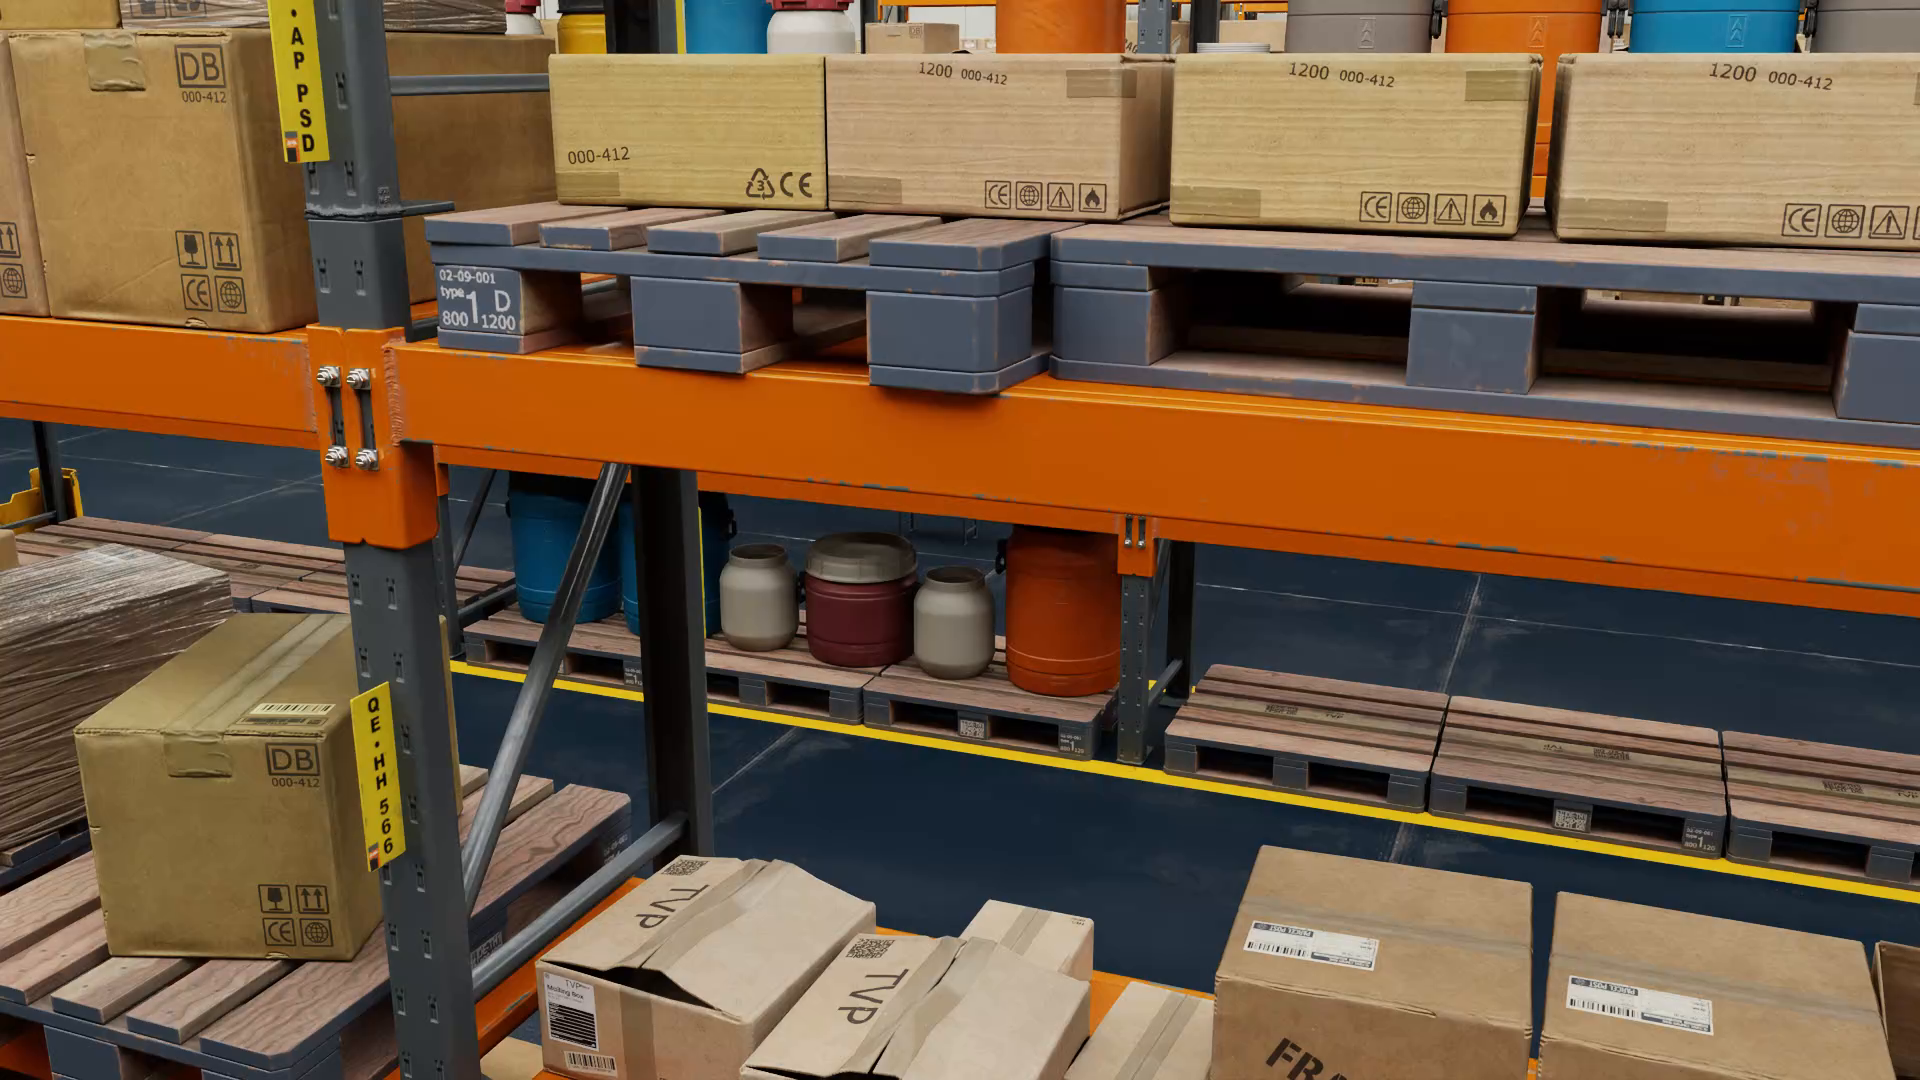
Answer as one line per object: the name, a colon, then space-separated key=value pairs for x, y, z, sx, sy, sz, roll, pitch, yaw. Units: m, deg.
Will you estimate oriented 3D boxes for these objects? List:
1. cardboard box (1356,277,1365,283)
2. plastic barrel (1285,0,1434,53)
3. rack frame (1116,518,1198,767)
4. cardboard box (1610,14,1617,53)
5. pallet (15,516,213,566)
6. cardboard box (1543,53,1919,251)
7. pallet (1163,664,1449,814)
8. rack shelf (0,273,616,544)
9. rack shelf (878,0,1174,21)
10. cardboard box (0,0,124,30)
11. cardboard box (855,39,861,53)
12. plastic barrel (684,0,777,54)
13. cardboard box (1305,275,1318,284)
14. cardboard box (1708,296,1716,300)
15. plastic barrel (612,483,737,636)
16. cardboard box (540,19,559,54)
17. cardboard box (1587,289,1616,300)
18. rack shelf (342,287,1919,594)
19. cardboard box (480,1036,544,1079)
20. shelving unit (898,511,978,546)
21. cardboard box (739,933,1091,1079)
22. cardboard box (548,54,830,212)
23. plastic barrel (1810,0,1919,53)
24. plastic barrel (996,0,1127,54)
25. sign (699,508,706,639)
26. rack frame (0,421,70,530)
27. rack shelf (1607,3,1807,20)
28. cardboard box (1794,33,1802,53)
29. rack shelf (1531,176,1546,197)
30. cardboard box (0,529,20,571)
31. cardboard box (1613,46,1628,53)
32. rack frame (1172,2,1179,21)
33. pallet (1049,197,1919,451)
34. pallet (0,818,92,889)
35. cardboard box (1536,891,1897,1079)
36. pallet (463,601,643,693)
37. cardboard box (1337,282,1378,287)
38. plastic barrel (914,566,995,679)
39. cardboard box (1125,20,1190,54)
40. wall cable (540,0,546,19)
cardboard box: x=5.005 y=-3.712 z=22.138 sx=0.875 sy=0.875 sz=0.875 roll=7 pitch=17 yaw=21
plastic barrel: x=1.676 y=-2.032 z=7.015 sx=0.600 sy=0.901 sz=0.600 roll=0 pitch=16 yaw=0
rack frame: x=0.991 y=-0.492 z=7.987 sx=0.127 sy=3.000 sz=1.000 roll=6 pitch=17 yaw=21
cardboard box: x=4.280 y=-3.417 z=11.606 sx=0.500 sy=0.500 sz=0.500 roll=7 pitch=17 yaw=22
pallet: x=-5.698 y=0.124 z=10.869 sx=1.213 sy=0.211 sz=1.003 roll=6 pitch=17 yaw=21
cardboard box: x=1.135 y=-0.580 z=2.426 sx=0.500 sy=0.250 sz=0.500 roll=5 pitch=17 yaw=16
pallet: x=1.698 y=0.937 z=8.068 sx=1.213 sy=0.211 sz=1.003 roll=6 pitch=17 yaw=21
rack shelf: x=-2.690 y=-0.507 z=3.949 sx=4.000 sy=0.370 sz=1.077 roll=6 pitch=17 yaw=21
rack shelf: x=0.863 y=-7.304 z=22.698 sx=4.000 sy=0.370 sz=1.077 roll=6 pitch=17 yaw=21
cardboard box: x=-1.707 y=-1.274 z=3.330 sx=0.500 sy=0.500 sz=0.500 roll=6 pitch=17 yaw=21
cardboard box: x=-1.068 y=-5.412 z=18.212 sx=0.250 sy=0.149 sz=0.380 roll=7 pitch=18 yaw=23
plastic barrel: x=-1.086 y=-2.649 z=8.385 sx=0.708 sy=0.901 sz=0.600 roll=6 pitch=17 yaw=21
cardboard box: x=2.457 y=-1.944 z=12.812 sx=0.500 sy=0.500 sz=0.500 roll=7 pitch=18 yaw=22
cardboard box: x=9.007 y=-3.002 z=20.596 sx=0.625 sy=0.372 sz=0.950 roll=7 pitch=18 yaw=24
plastic barrel: x=-1.571 y=0.038 z=9.174 sx=0.708 sy=0.901 sz=0.600 roll=6 pitch=17 yaw=21
cardboard box: x=-3.152 y=-4.164 z=14.145 sx=0.500 sy=0.500 sz=0.700 roll=5 pitch=17 yaw=17
cardboard box: x=4.284 y=-1.675 z=11.578 sx=0.500 sy=0.250 sz=0.500 roll=6 pitch=17 yaw=19
rack shelf: x=1.031 y=-0.098 z=2.540 sx=4.000 sy=0.370 sz=1.077 roll=6 pitch=17 yaw=21
cardboard box: x=-1.148 y=1.661 z=4.266 sx=0.500 sy=0.500 sz=0.500 roll=7 pitch=18 yaw=23
shelving unit: x=-0.154 y=-0.593 z=11.565 sx=0.503 sy=1.200 sz=0.258 roll=6 pitch=17 yaw=21
cardboard box: x=-0.069 y=0.977 z=3.087 sx=0.500 sy=0.311 sz=0.500 roll=6 pitch=17 yaw=20
cardboard box: x=-0.387 y=-0.746 z=2.997 sx=0.500 sy=0.250 sz=0.500 roll=5 pitch=17 yaw=17
plastic barrel: x=3.551 y=-1.826 z=6.305 sx=0.600 sy=0.901 sz=0.600 roll=0 pitch=16 yaw=0
plastic barrel: x=0.465 y=-2.399 z=7.653 sx=0.708 sy=0.830 sz=0.600 roll=6 pitch=17 yaw=21
sign: x=-0.629 y=0.092 z=3.898 sx=0.005 sy=0.325 sz=0.100 roll=6 pitch=17 yaw=21
rack frame: x=-6.451 y=-1.310 z=10.805 sx=0.127 sy=3.000 sz=1.000 roll=6 pitch=17 yaw=21
rack shelf: x=10.123 y=-7.773 z=24.315 sx=4.000 sy=0.370 sz=1.077 roll=6 pitch=17 yaw=21
cardboard box: x=5.252 y=-3.229 z=11.096 sx=0.637 sy=0.503 sz=0.797 roll=7 pitch=18 yaw=23
rack shelf: x=2.852 y=-1.382 z=6.964 sx=4.000 sy=0.370 sz=1.077 roll=6 pitch=17 yaw=21
cardboard box: x=-2.884 y=0.299 z=4.332 sx=0.500 sy=0.500 sz=0.700 roll=2 pitch=16 yaw=7
cardboard box: x=6.259 y=-4.465 z=15.520 sx=0.500 sy=0.311 sz=0.500 roll=6 pitch=17 yaw=20
rack frame: x=2.724 y=-7.637 z=21.838 sx=0.127 sy=3.000 sz=1.000 roll=6 pitch=17 yaw=21
pallet: x=0.876 y=-0.397 z=2.620 sx=1.213 sy=0.211 sz=1.003 roll=7 pitch=18 yaw=23
pallet: x=-2.640 y=0.687 z=4.271 sx=1.213 sy=0.211 sz=1.003 roll=6 pitch=17 yaw=21
cardboard box: x=1.227 y=0.966 z=2.787 sx=0.500 sy=0.500 sz=0.500 roll=6 pitch=17 yaw=21
pallet: x=-2.027 y=0.528 z=9.476 sx=1.213 sy=0.211 sz=1.003 roll=6 pitch=17 yaw=21
cardboard box: x=4.170 y=-2.547 z=17.451 sx=0.500 sy=0.250 sz=0.500 roll=5 pitch=17 yaw=18
plastic barrel: x=-0.028 y=0.421 z=8.551 sx=0.421 sy=0.512 sz=0.421 roll=0 pitch=16 yaw=0
cardboard box: x=1.380 y=-3.576 z=12.297 sx=0.500 sy=0.500 sz=0.500 roll=7 pitch=18 yaw=24
wall cable: x=-6.392 y=-8.555 z=25.000 sx=0.029 sy=3.000 sz=0.463 roll=6 pitch=17 yaw=21
